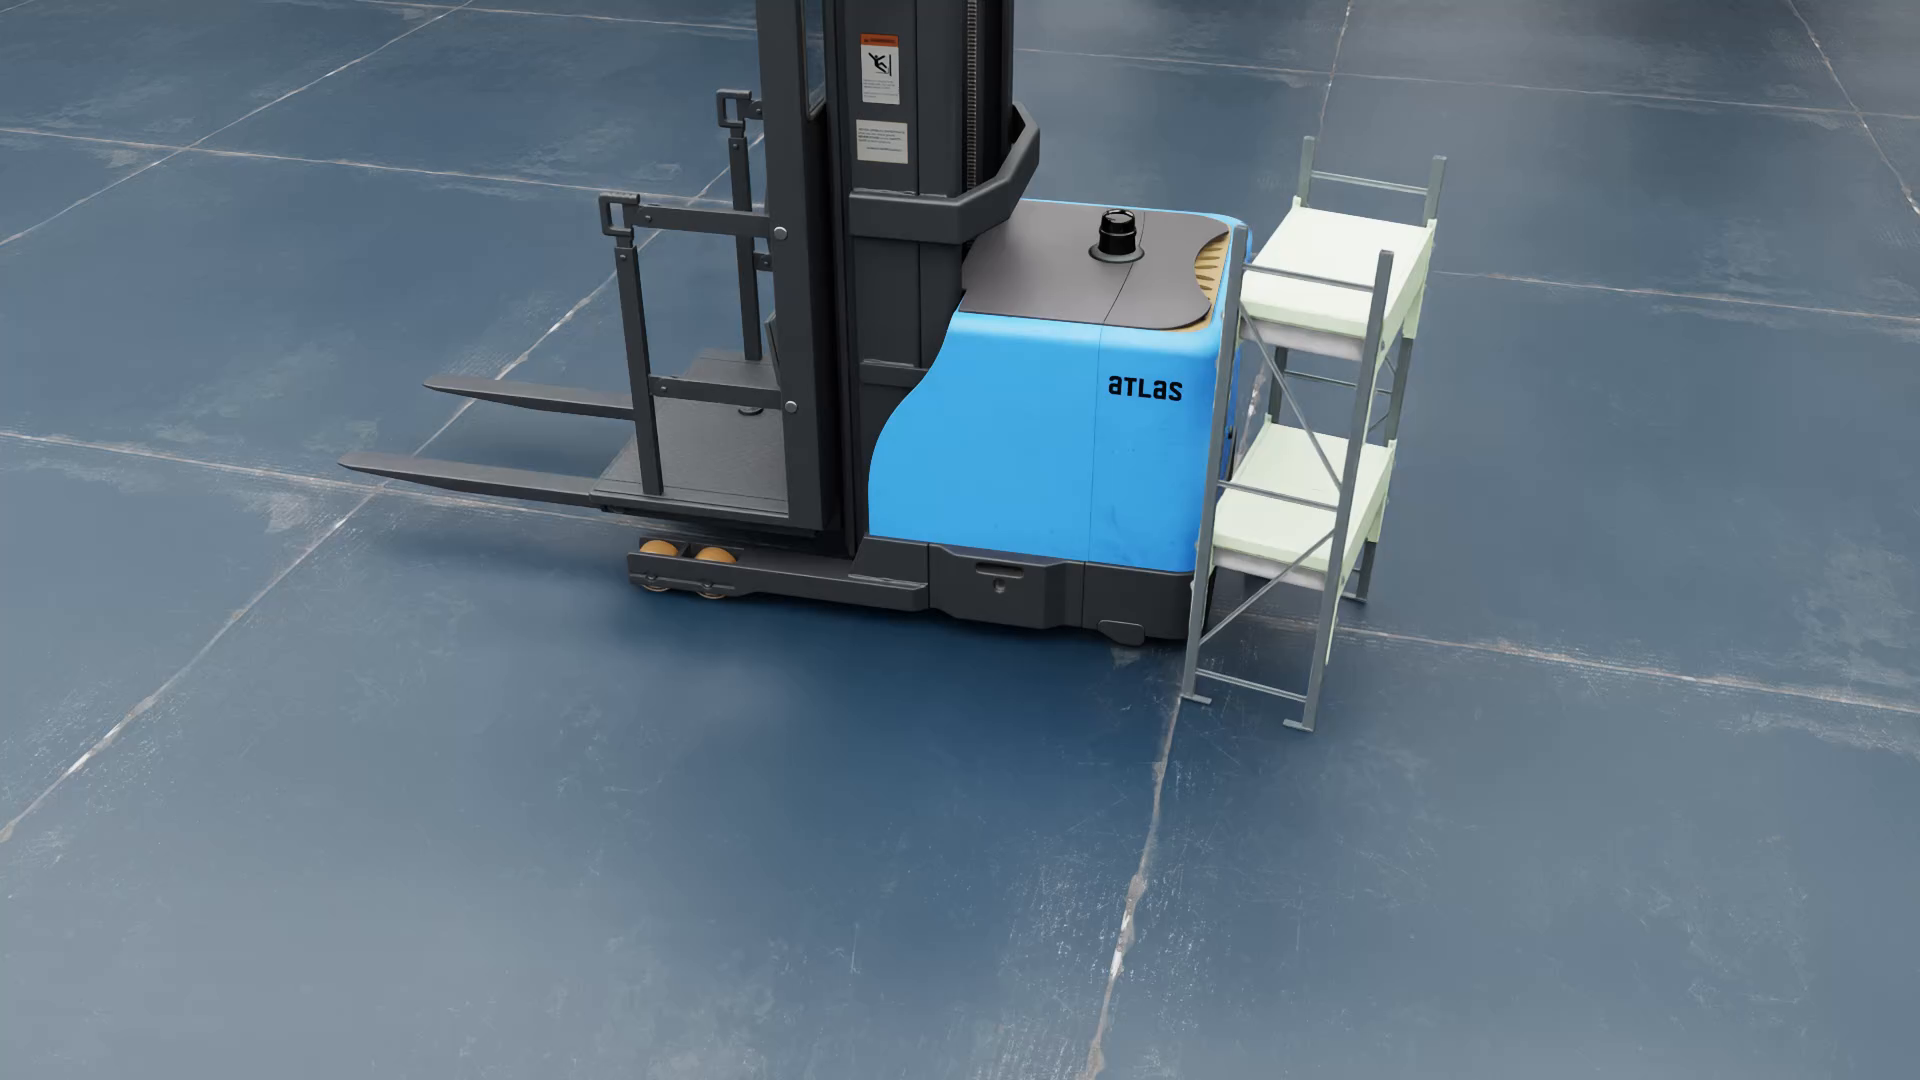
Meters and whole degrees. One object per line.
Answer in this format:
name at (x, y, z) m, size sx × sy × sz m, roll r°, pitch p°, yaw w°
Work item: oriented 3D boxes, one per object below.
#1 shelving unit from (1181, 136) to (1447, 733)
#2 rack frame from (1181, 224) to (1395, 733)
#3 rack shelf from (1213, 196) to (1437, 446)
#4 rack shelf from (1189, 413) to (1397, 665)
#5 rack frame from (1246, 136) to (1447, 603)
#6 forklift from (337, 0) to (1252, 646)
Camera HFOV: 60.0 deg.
shelving unit at (1.010, -0.297, 4.811) m, size 0.431 × 1.500 × 0.755 m, roll 14°, pitch 35°, yaw 19°
rack frame at (0.864, -0.117, 4.528) m, size 0.400 × 1.500 × 0.023 m, roll 14°, pitch 35°, yaw 19°
rack shelf at (1.016, -0.624, 4.599) m, size 0.431 × 0.370 × 0.720 m, roll 14°, pitch 35°, yaw 19°
rack shelf at (1.005, -0.023, 4.988) m, size 0.431 × 0.370 × 0.720 m, roll 14°, pitch 35°, yaw 19°
rack frame at (1.157, -0.477, 5.094) m, size 0.400 × 1.500 × 0.023 m, roll 14°, pitch 35°, yaw 19°
forklift at (-0.611, -1.312, 5.081) m, size 3.031 × 2.935 × 1.130 m, roll 7°, pitch 33°, yaw 11°
